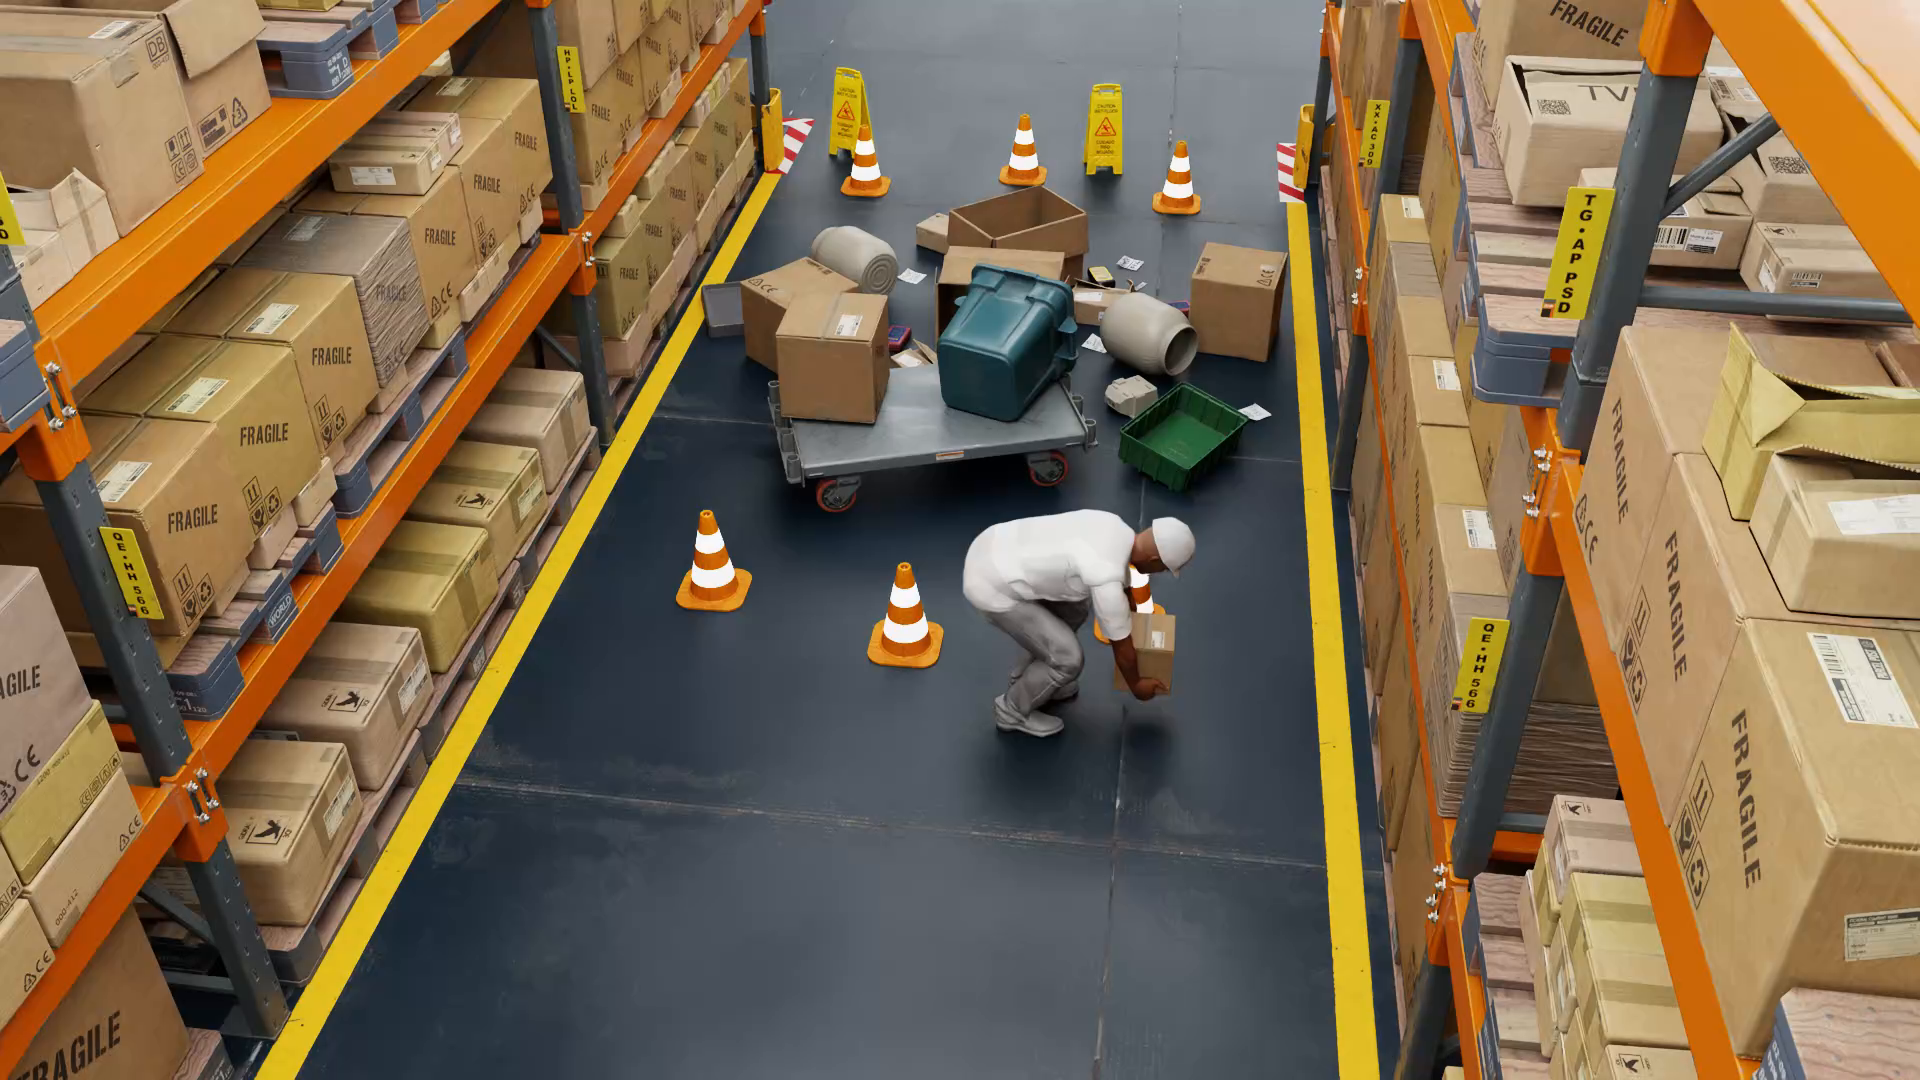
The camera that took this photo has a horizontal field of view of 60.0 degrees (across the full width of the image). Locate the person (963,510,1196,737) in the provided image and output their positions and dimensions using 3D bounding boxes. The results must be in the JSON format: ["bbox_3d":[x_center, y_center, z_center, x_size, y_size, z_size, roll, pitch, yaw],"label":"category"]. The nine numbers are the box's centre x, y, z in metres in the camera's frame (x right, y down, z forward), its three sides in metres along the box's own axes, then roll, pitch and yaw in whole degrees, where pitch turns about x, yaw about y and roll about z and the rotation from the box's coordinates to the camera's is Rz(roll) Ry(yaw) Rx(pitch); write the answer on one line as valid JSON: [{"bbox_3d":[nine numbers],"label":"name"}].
[{"bbox_3d":[0.497,0.332,7.170,0.966,1.052,0.515,3,36,4],"label":"person"}]
